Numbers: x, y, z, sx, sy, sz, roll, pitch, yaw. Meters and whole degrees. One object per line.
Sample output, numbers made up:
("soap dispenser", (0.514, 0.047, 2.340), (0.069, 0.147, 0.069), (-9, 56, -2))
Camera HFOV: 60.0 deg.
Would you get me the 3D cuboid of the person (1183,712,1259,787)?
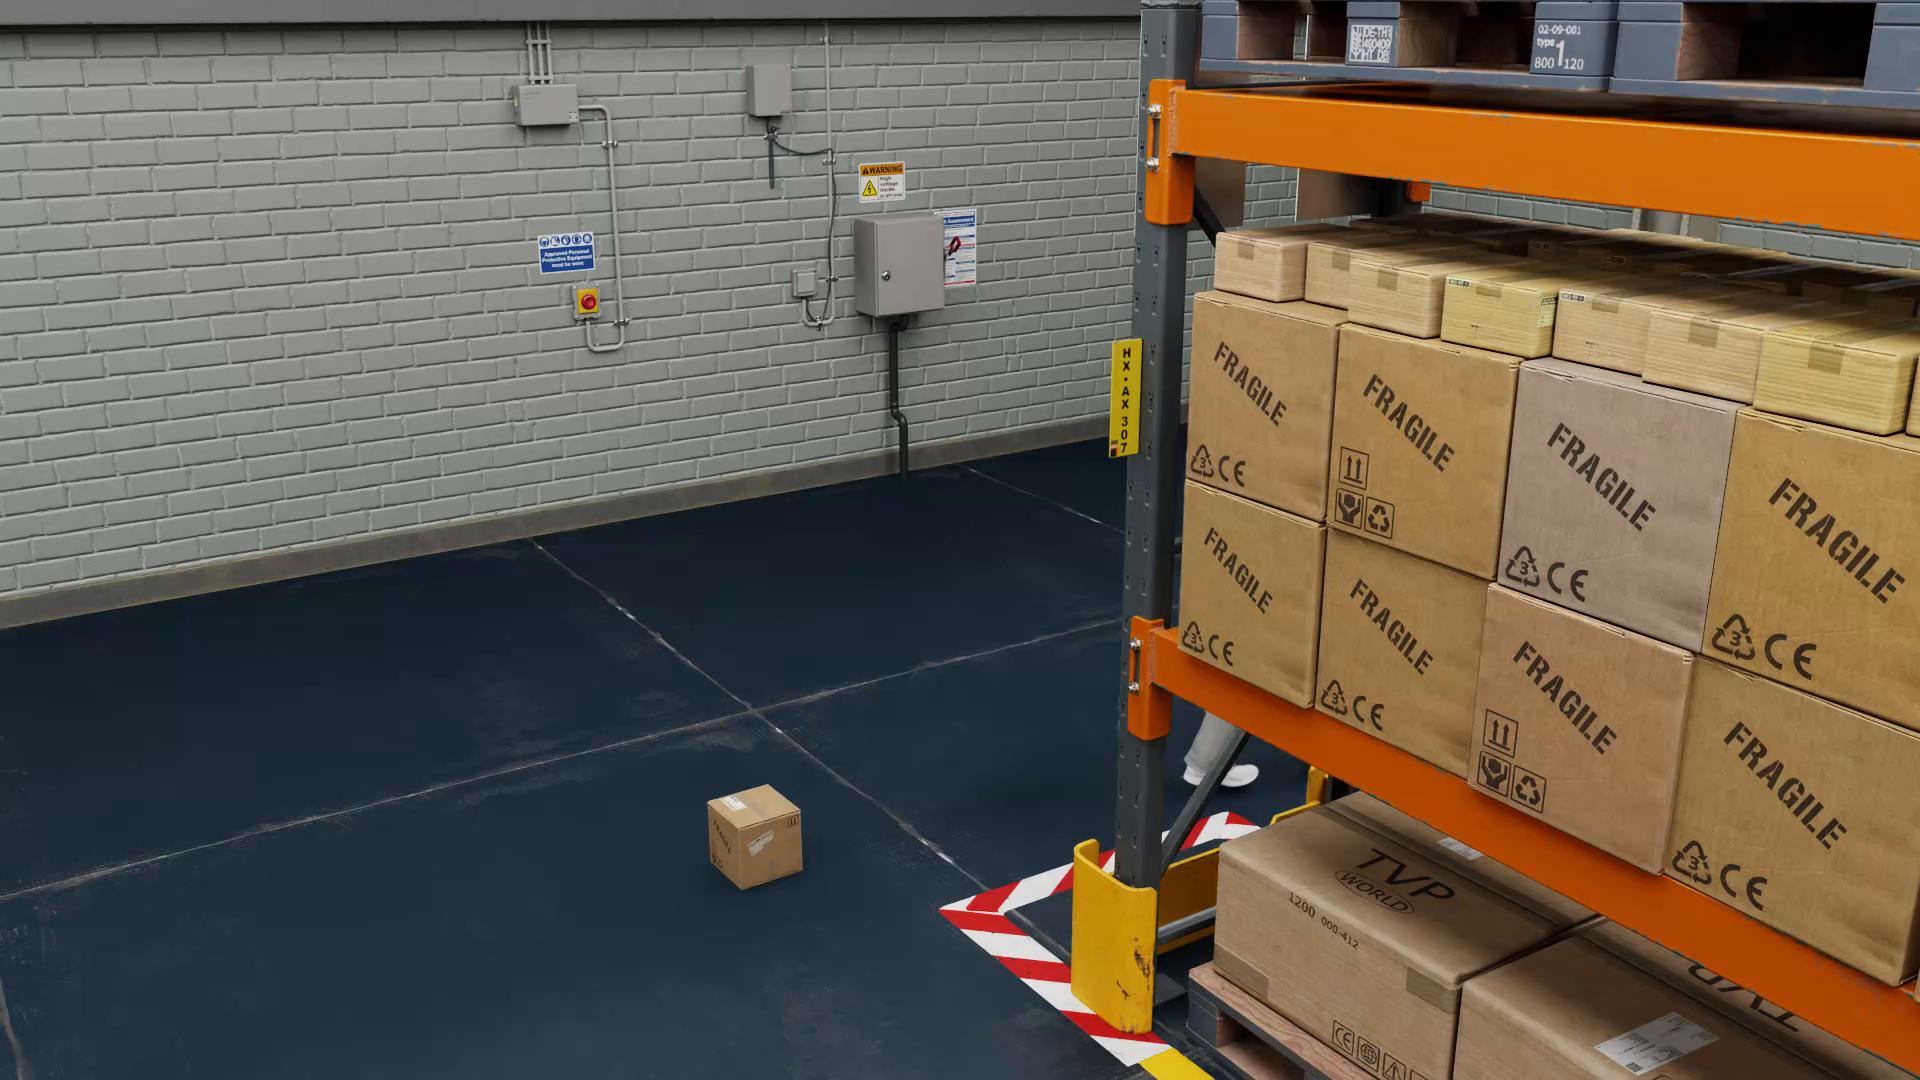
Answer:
("person", (1.329, 0.187, 6.455), (0.890, 1.647, 0.482), (-2, 18, -7))
